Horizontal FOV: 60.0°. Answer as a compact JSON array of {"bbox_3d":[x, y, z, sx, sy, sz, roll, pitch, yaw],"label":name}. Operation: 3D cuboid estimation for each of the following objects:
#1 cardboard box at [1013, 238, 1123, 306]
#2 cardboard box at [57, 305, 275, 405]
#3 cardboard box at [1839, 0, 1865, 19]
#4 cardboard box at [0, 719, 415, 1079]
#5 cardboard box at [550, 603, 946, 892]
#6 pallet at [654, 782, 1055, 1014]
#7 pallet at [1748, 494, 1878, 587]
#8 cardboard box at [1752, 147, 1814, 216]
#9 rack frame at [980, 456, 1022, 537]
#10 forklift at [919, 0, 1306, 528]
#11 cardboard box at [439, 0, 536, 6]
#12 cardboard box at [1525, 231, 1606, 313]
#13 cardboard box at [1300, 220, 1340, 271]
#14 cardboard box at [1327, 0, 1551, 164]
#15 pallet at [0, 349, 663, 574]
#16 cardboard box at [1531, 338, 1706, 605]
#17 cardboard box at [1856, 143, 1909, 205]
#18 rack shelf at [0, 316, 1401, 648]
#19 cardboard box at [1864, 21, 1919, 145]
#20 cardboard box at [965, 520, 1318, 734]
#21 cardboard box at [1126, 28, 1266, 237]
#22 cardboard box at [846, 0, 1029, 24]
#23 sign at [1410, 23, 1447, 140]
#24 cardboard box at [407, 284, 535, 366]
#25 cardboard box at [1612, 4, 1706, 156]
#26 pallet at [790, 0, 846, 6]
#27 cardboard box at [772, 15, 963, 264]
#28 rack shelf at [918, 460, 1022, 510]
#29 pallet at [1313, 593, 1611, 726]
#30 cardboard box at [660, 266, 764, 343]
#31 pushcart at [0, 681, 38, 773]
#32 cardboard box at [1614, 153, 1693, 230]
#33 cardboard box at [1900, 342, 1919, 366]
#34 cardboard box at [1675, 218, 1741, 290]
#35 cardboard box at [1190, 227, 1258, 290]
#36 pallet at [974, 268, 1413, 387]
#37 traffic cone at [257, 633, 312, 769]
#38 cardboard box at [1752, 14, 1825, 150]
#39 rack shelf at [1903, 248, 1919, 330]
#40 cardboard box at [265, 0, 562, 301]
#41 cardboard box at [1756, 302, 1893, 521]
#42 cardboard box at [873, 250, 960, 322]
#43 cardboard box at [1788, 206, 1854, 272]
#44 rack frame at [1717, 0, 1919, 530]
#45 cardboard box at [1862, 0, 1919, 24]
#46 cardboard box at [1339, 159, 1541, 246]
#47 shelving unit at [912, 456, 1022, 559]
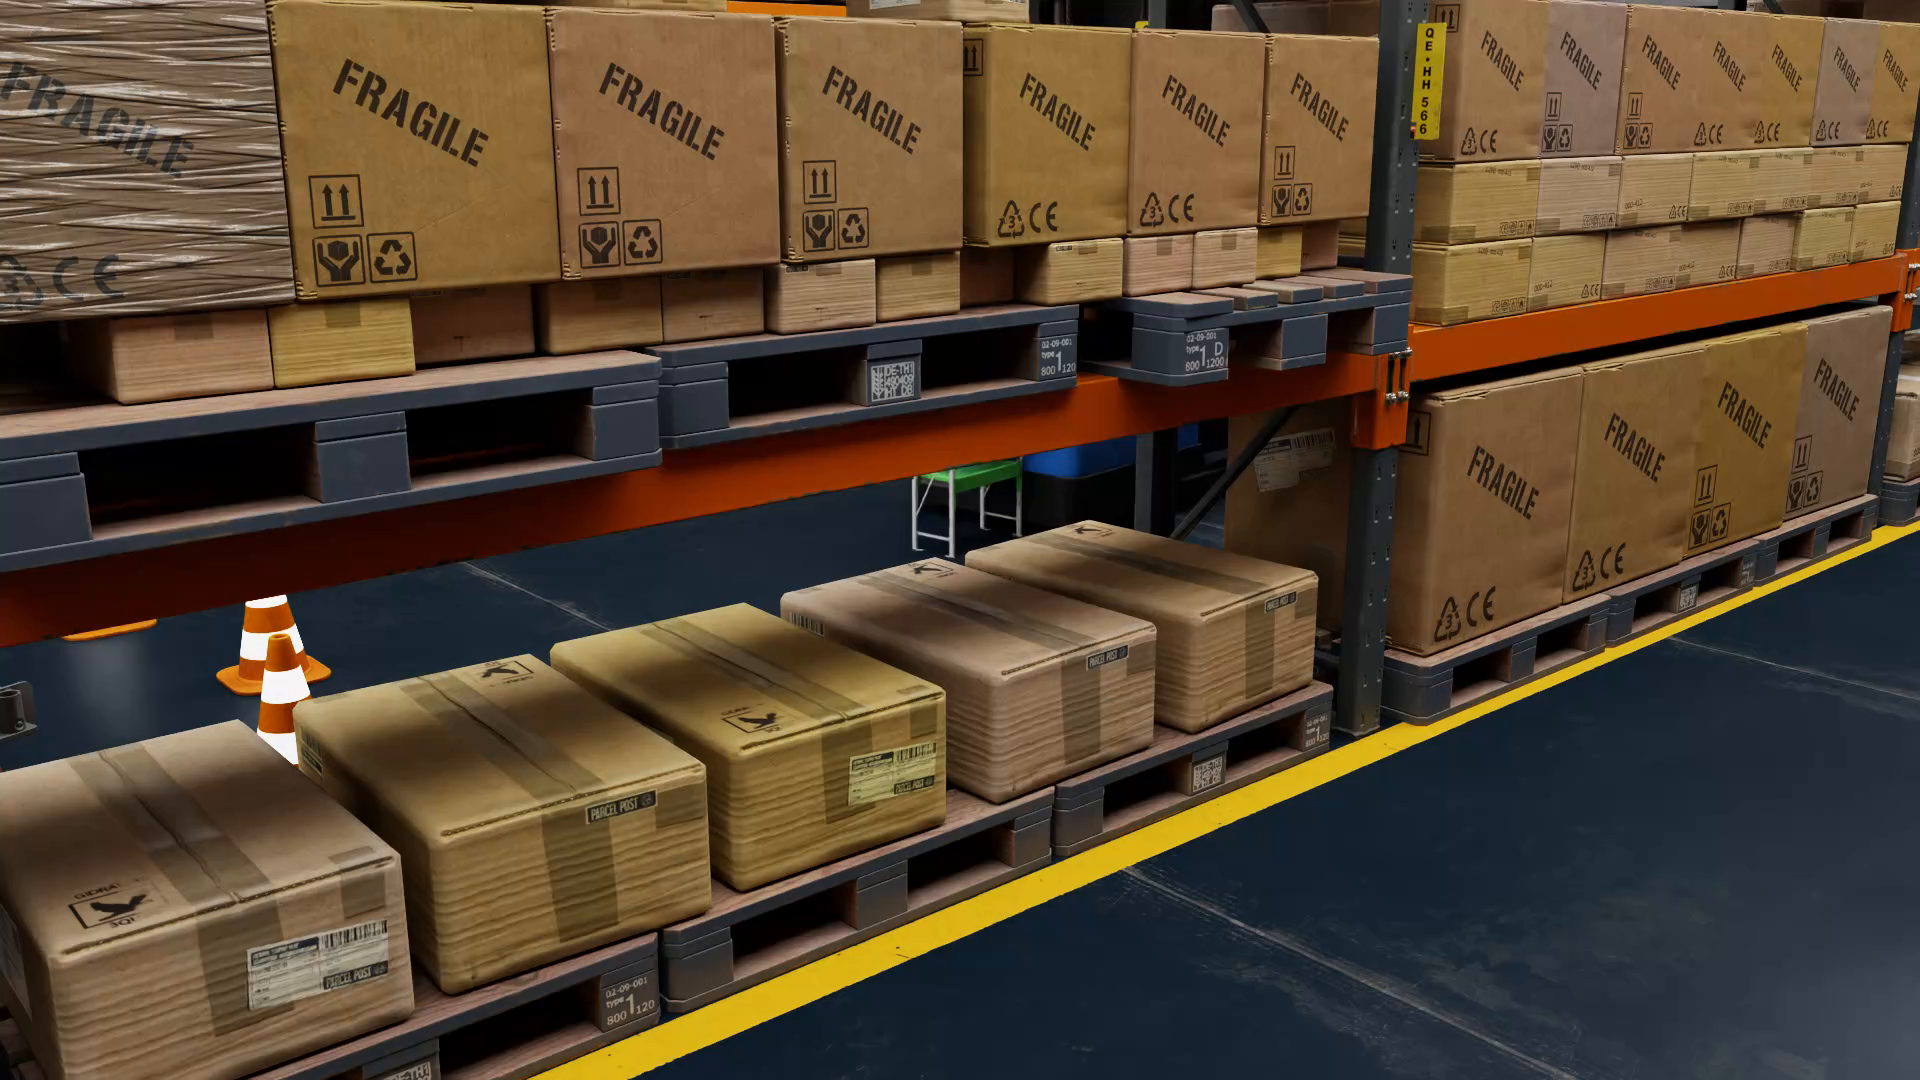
[{"bbox_3d":[0.192,-0.693,4.204,0.250,0.149,0.380,-12,19,-38],"label":"cardboard box"},{"bbox_3d":[-1.400,-0.350,2.921,0.250,0.149,0.380,-12,19,-39],"label":"cardboard box"},{"bbox_3d":[4.305,-2.574,8.185,0.250,0.149,0.380,-12,19,-38],"label":"cardboard box"},{"bbox_3d":[-1.630,0.741,3.441,0.625,0.372,0.950,-12,19,-39],"label":"cardboard box"},{"bbox_3d":[-0.567,0.500,4.342,0.625,0.372,0.950,-12,19,-38],"label":"cardboard box"},{"bbox_3d":[-0.517,0.771,4.454,1.213,0.211,1.003,-13,19,-39],"label":"pallet"},{"bbox_3d":[3.478,-0.099,7.711,1.213,0.211,1.003,-13,19,-39],"label":"pallet"},{"bbox_3d":[3.079,-1.464,6.738,0.500,0.250,0.500,-12,19,-38],"label":"cardboard box"},{"bbox_3d":[0.193,-0.613,7.719,0.240,1.200,0.015,12,19,38],"label":"rack frame"},{"bbox_3d":[1.096,-1.771,8.702,1.130,2.935,3.031,12,19,38],"label":"forklift"},{"bbox_3d":[-1.121,-1.237,3.728,0.250,0.149,0.380,-14,20,-42],"label":"cardboard box"},{"bbox_3d":[1.903,-0.966,5.844,0.500,0.250,0.500,-13,20,-41],"label":"cardboard box"},{"bbox_3d":[0.901,-0.894,4.958,0.250,0.149,0.380,-12,19,-37],"label":"cardboard box"},{"bbox_3d":[1.526,-1.481,5.351,0.500,0.500,0.500,-14,20,-41],"label":"cardboard box"},{"bbox_3d":[-1.352,-0.245,3.225,1.213,0.211,1.003,-13,19,-39],"label":"pallet"},{"bbox_3d":[2.245,-0.341,6.519,0.875,0.875,0.875,-12,19,-39],"label":"cardboard box"},{"bbox_3d":[3.838,-1.639,7.394,0.500,0.250,0.500,-13,20,-39],"label":"cardboard box"},{"bbox_3d":[-0.515,-0.228,4.183,4.000,0.370,1.077,-13,19,-39],"label":"rack shelf"},{"bbox_3d":[3.839,-1.998,7.287,0.500,0.500,0.500,-12,19,-38],"label":"cardboard box"},{"bbox_3d":[0.561,0.247,5.293,0.625,0.372,0.950,-14,21,-43],"label":"cardboard box"},{"bbox_3d":[0.450,-1.088,4.427,0.500,0.500,0.500,-13,20,-40],"label":"cardboard box"},{"bbox_3d":[-0.056,-1.290,3.926,0.250,0.149,0.380,-14,20,-42],"label":"cardboard box"},{"bbox_3d":[1.357,-1.331,4.830,0.005,0.325,0.100,-13,19,-39],"label":"sign"},{"bbox_3d":[-1.042,-0.453,3.308,0.250,0.149,0.380,-11,19,-36],"label":"cardboard box"},{"bbox_3d":[2.294,-1.652,5.990,0.500,0.500,0.500,-12,19,-38],"label":"cardboard box"},{"bbox_3d":[-0.950,-5.269,16.024,1.213,0.211,1.003,-13,19,-39],"label":"pallet"},{"bbox_3d":[-0.342,-0.910,3.760,0.500,0.500,0.500,-14,20,-42],"label":"cardboard box"},{"bbox_3d":[0.037,-0.271,7.616,0.258,0.148,0.480,12,19,38],"label":"rack shelf"},{"bbox_3d":[1.638,0.314,6.164,1.213,0.211,1.003,-13,19,-39],"label":"pallet"},{"bbox_3d":[-0.633,-0.530,3.596,0.250,0.149,0.380,-12,19,-39],"label":"cardboard box"},{"bbox_3d":[-3.559,0.595,4.790,1.648,0.377,0.936,8,17,28],"label":"pushcart"},{"bbox_3d":[2.312,-1.290,6.089,0.500,0.250,0.500,-13,20,-40],"label":"cardboard box"},{"bbox_3d":[5.230,-0.794,9.060,0.875,0.438,0.875,-13,20,-41],"label":"cardboard box"},{"bbox_3d":[2.673,-1.138,6.488,0.500,0.250,0.500,-13,19,-39],"label":"cardboard box"},{"bbox_3d":[0.585,-0.783,4.542,0.250,0.149,0.380,-13,20,-40],"label":"cardboard box"},{"bbox_3d":[0.526,-0.680,4.854,1.003,0.211,1.213,-13,19,-39],"label":"pallet"},{"bbox_3d":[-2.008,0.507,4.956,0.334,0.463,0.336,-13,19,-39],"label":"traffic cone"},{"bbox_3d":[3.058,-1.827,6.647,0.500,0.500,0.500,-12,19,-38],"label":"cardboard box"},{"bbox_3d":[5.520,-1.583,9.257,4.000,0.370,1.077,-13,19,-39],"label":"rack shelf"},{"bbox_3d":[-1.105,-0.740,3.123,0.500,0.500,0.500,-13,19,-39],"label":"cardboard box"},{"bbox_3d":[3.596,-0.647,7.664,0.875,0.875,0.875,-12,19,-38],"label":"cardboard box"},{"bbox_3d":[-0.216,-0.616,3.917,0.250,0.149,0.380,-13,20,-41],"label":"cardboard box"},{"bbox_3d":[3.453,-1.308,7.125,0.500,0.250,0.500,-13,20,-40],"label":"cardboard box"},{"bbox_3d":[4.011,-1.591,7.896,0.127,3.000,1.000,-13,19,-39],"label":"rack frame"},{"bbox_3d":[4.419,-2.439,7.681,0.250,0.149,0.380,-13,20,-40],"label":"cardboard box"},{"bbox_3d":[1.538,-1.121,5.455,0.500,0.250,0.500,-13,20,-40],"label":"cardboard box"},{"bbox_3d":[0.037,-0.564,7.538,0.258,1.200,0.503,12,19,38],"label":"shelving unit"}]
